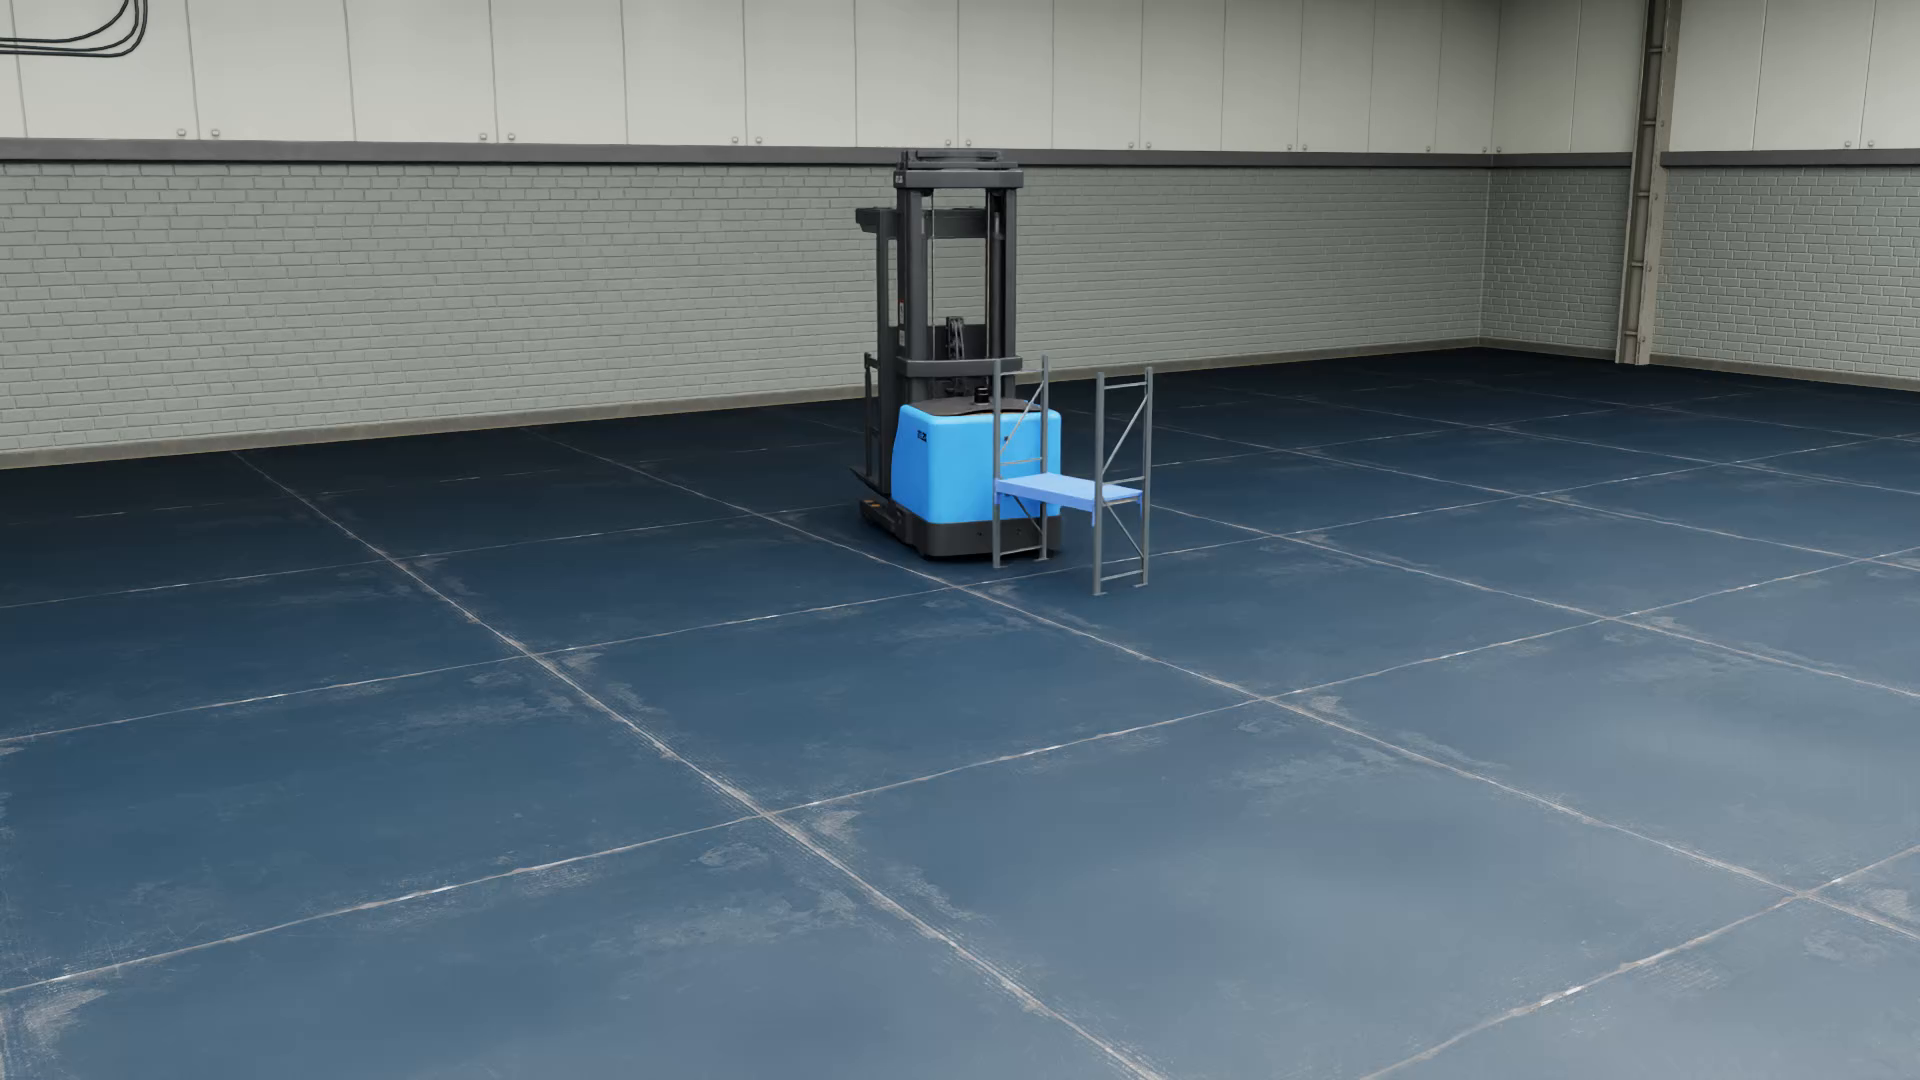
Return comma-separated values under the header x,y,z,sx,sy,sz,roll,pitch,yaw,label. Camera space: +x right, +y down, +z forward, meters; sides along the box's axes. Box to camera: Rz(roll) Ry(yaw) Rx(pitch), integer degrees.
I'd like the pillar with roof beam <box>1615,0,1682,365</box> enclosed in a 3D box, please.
x,y,z,sx,sy,sz,roll,pitch,yaw,label
6.537,-6.547,21.735,9.100,9.000,0.400,-8,15,-33,pillar with roof beam

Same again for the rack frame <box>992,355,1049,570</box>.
x,y,z,sx,sy,sz,roll,pitch,yaw,label
0.433,-0.556,11.894,0.500,1.500,0.032,-10,16,-39,rack frame

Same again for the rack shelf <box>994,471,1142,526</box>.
x,y,z,sx,sy,sz,roll,pitch,yaw,label
0.762,-0.298,11.554,0.538,0.185,1.000,-10,16,-39,rack shelf

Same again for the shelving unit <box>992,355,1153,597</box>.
x,y,z,sx,sy,sz,roll,pitch,yaw,label
0.762,-0.473,11.515,0.538,1.500,1.048,-10,16,-39,shelving unit

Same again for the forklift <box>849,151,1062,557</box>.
x,y,z,sx,sy,sz,roll,pitch,yaw,label
-0.188,-1.580,13.225,1.130,2.935,3.031,-4,13,-18,forklift

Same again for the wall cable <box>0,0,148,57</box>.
x,y,z,sx,sy,sz,roll,pitch,yaw,label
-8.722,-6.791,14.889,2.305,6.003,0.169,-8,15,-33,wall cable

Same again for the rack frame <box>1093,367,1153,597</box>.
x,y,z,sx,sy,sz,roll,pitch,yaw,label
1.090,-0.390,11.136,0.500,1.500,0.032,-10,16,-39,rack frame
